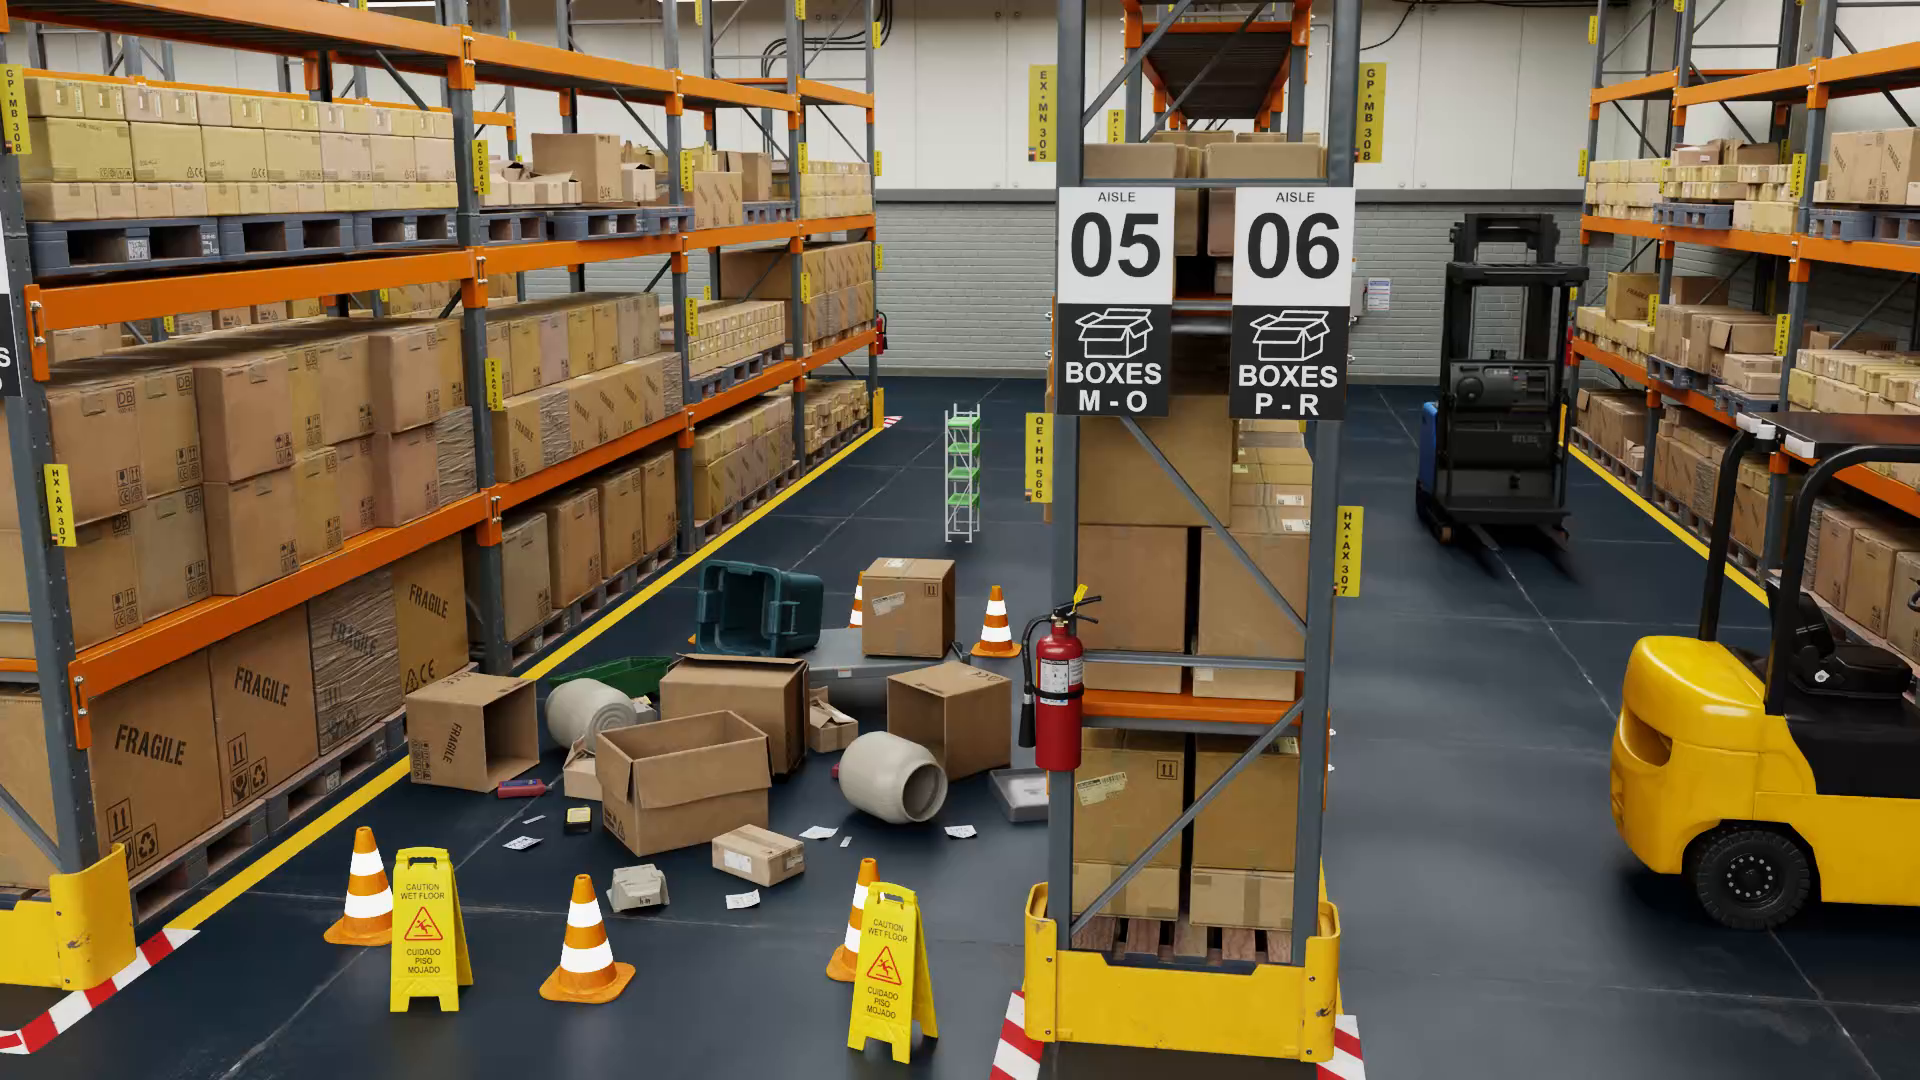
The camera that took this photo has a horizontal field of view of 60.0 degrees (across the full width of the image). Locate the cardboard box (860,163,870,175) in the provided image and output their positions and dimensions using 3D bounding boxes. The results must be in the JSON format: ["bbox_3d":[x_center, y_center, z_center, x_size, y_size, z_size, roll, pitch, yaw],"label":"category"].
[{"bbox_3d":[-1.374,-4.777,21.400,0.380,0.149,0.250,2,12,8],"label":"cardboard box"}]

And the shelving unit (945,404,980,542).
[{"bbox_3d":[0.025,-0.621,15.283,0.258,1.200,0.503,2,12,9],"label":"shelving unit"}]

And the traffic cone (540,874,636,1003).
[{"bbox_3d":[-1.525,1.590,6.773,0.336,0.463,0.334,2,12,9],"label":"traffic cone"}]

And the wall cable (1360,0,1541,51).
[{"bbox_3d":[7.379,-6.905,25.843,2.988,3.039,0.133,2,12,9],"label":"wall cable"}]

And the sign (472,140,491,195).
[{"bbox_3d":[-2.910,-2.266,10.108,0.100,0.325,0.005,2,12,9],"label":"sign"}]

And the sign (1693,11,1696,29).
[{"bbox_3d":[8.744,-6.169,19.920,0.100,0.325,0.005,2,12,9],"label":"sign"}]

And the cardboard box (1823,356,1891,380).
[{"bbox_3d":[6.574,-1.258,12.191,0.380,0.149,0.250,2,12,10],"label":"cardboard box"}]

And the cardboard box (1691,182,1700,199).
[{"bbox_3d":[6.989,-3.227,15.347,0.380,0.149,0.250,2,12,8],"label":"cardboard box"}]

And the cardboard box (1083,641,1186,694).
[{"bbox_3d":[0.679,0.484,6.478,0.380,0.149,0.250,2,12,11],"label":"cardboard box"}]

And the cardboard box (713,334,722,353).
[{"bbox_3d":[-2.455,-1.845,15.584,0.380,0.149,0.250,2,12,9],"label":"cardboard box"}]

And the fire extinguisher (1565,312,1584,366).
[{"bbox_3d":[7.764,-2.550,21.030,0.296,0.674,0.183,2,12,9],"label":"fire extinguisher"}]

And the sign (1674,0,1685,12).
[{"bbox_3d":[7.050,-5.341,16.267,0.100,0.325,0.005,2,12,9],"label":"sign"}]

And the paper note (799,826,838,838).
[{"bbox_3d":[-0.710,1.470,8.383,0.148,0.019,0.142,7,14,28],"label":"paper note"}]

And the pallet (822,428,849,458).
[{"bbox_3d":[-1.975,-1.223,20.426,1.003,0.211,1.213,2,12,9],"label":"pallet"}]

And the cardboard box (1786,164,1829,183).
[{"bbox_3d":[6.729,-2.873,13.046,0.380,0.149,0.250,2,12,10],"label":"cardboard box"}]

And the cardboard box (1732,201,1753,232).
[{"bbox_3d":[6.960,-2.775,14.244,0.500,0.250,0.500,2,12,9],"label":"cardboard box"}]

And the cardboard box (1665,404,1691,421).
[{"bbox_3d":[7.325,-1.269,16.711,0.380,0.149,0.250,2,12,8],"label":"cardboard box"}]

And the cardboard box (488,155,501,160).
[{"bbox_3d":[-6.526,-4.865,22.112,0.700,0.500,0.500,1,12,5],"label":"cardboard box"}]

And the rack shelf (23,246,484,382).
[{"bbox_3d":[-3.767,-1.224,8.397,1.077,0.370,4.000,2,12,9],"label":"rack shelf"}]

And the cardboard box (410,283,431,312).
[{"bbox_3d":[-6.704,-3.005,19.944,0.500,0.500,0.500,2,12,9],"label":"cardboard box"}]

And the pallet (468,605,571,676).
[{"bbox_3d":[-3.415,0.675,11.619,1.003,0.211,1.213,2,12,9],"label":"pallet"}]

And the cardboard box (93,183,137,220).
[{"bbox_3d":[-3.666,-1.405,6.890,0.380,0.149,0.250,2,12,9],"label":"cardboard box"}]

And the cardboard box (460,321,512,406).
[{"bbox_3d":[-3.388,-1.167,10.933,0.700,0.500,0.500,2,12,8],"label":"cardboard box"}]

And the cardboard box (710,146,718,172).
[{"bbox_3d":[-2.430,-3.485,15.125,0.396,0.266,0.258,2,12,9],"label":"cardboard box"}]

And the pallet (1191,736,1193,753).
[{"bbox_3d":[1.379,1.118,9.562,1.003,0.211,1.213,2,12,9],"label":"pallet"}]

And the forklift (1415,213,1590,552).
[{"bbox_3d":[4.931,-1.445,14.997,1.130,2.935,3.031,1,12,7],"label":"forklift"}]

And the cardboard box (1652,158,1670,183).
[{"bbox_3d":[7.423,-3.787,17.046,0.500,0.250,0.500,2,12,9],"label":"cardboard box"}]

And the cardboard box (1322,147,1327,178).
[{"bbox_3d":[1.323,-1.507,6.707,0.380,0.149,0.250,2,12,8],"label":"cardboard box"}]

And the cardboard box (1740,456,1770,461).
[{"bbox_3d":[6.975,-0.635,14.473,0.380,0.149,0.250,2,12,10],"label":"cardboard box"}]

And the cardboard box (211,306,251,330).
[{"bbox_3d":[-7.498,-2.366,16.492,0.797,0.503,0.637,2,12,10],"label":"cardboard box"}]

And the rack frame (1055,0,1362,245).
[{"bbox_3d":[0.832,-2.486,5.426,1.000,3.000,0.127,2,12,9],"label":"rack frame"}]

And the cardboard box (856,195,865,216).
[{"bbox_3d":[-1.493,-4.207,20.887,0.500,0.250,0.500,2,12,9],"label":"cardboard box"}]

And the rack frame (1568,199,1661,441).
[{"bbox_3d":[8.198,-2.724,20.771,1.000,3.000,0.127,2,12,9],"label":"rack frame"}]

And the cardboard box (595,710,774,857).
[{"bbox_3d":[-1.399,1.219,8.399,0.797,0.503,0.637,-7,14,-30],"label":"cardboard box"}]

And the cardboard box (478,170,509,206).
[{"bbox_3d":[-3.119,-2.298,10.758,0.258,0.266,0.396,2,12,8],"label":"cardboard box"}]

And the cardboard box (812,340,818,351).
[{"bbox_3d":[-1.859,-2.286,19.335,0.380,0.149,0.250,1,12,6],"label":"cardboard box"}]

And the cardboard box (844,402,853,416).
[{"bbox_3d":[-1.558,-1.645,20.828,0.380,0.149,0.250,2,12,9],"label":"cardboard box"}]

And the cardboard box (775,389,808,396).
[{"bbox_3d":[-2.127,-1.807,20.871,0.380,0.149,0.250,2,12,11],"label":"cardboard box"}]

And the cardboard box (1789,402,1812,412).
[{"bbox_3d":[6.658,-0.901,12.667,0.500,0.250,0.500,2,12,9],"label":"cardboard box"}]

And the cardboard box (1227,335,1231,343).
[{"bbox_3d":[1.166,-0.985,9.383,0.700,0.500,0.500,2,12,8],"label":"cardboard box"}]

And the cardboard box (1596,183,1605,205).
[{"bbox_3d":[7.802,-4.073,19.557,0.500,0.250,0.500,2,12,10],"label":"cardboard box"}]

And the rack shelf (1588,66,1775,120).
[{"bbox_3d":[7.891,-4.887,18.283,1.077,0.370,4.000,2,12,9],"label":"rack shelf"}]

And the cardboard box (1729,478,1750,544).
[{"bbox_3d":[6.908,-0.241,14.185,0.500,0.500,0.500,2,12,8],"label":"cardboard box"}]

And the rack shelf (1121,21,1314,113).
[{"bbox_3d":[1.755,-3.188,11.340,1.077,0.370,4.000,2,12,9],"label":"rack shelf"}]

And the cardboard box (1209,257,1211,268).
[{"bbox_3d":[1.405,-1.389,8.052,0.380,0.149,0.250,2,12,10],"label":"cardboard box"}]

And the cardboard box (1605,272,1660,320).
[{"bbox_3d":[7.632,-2.765,18.829,0.500,0.500,0.500,2,12,10],"label":"cardboard box"}]

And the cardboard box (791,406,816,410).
[{"bbox_3d":[-1.880,-1.468,19.300,0.380,0.149,0.250,2,12,8],"label":"cardboard box"}]

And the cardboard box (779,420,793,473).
[{"bbox_3d":[-2.094,-1.012,17.762,0.500,0.500,0.500,2,12,8],"label":"cardboard box"}]

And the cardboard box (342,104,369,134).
[{"bbox_3d":[-3.355,-2.216,8.760,0.380,0.149,0.250,2,12,9],"label":"cardboard box"}]

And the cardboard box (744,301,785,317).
[{"bbox_3d":[-2.097,-2.474,17.799,0.380,0.149,0.250,2,12,11],"label":"cardboard box"}]

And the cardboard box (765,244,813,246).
[{"bbox_3d":[-2.118,-3.409,20.631,0.500,0.500,0.500,2,12,7],"label":"cardboard box"}]

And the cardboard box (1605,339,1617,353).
[{"bbox_3d":[7.609,-2.220,19.026,0.380,0.149,0.250,2,12,10],"label":"cardboard box"}]

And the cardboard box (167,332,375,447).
[{"bbox_3d":[-3.738,-0.825,9.038,0.875,0.550,0.550,2,12,9],"label":"cardboard box"}]

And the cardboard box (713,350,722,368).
[{"bbox_3d":[-2.453,-1.696,15.597,0.380,0.149,0.250,2,12,11],"label":"cardboard box"}]

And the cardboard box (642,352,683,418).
[{"bbox_3d":[-2.648,-1.305,13.946,0.500,0.500,0.500,2,12,9],"label":"cardboard box"}]
